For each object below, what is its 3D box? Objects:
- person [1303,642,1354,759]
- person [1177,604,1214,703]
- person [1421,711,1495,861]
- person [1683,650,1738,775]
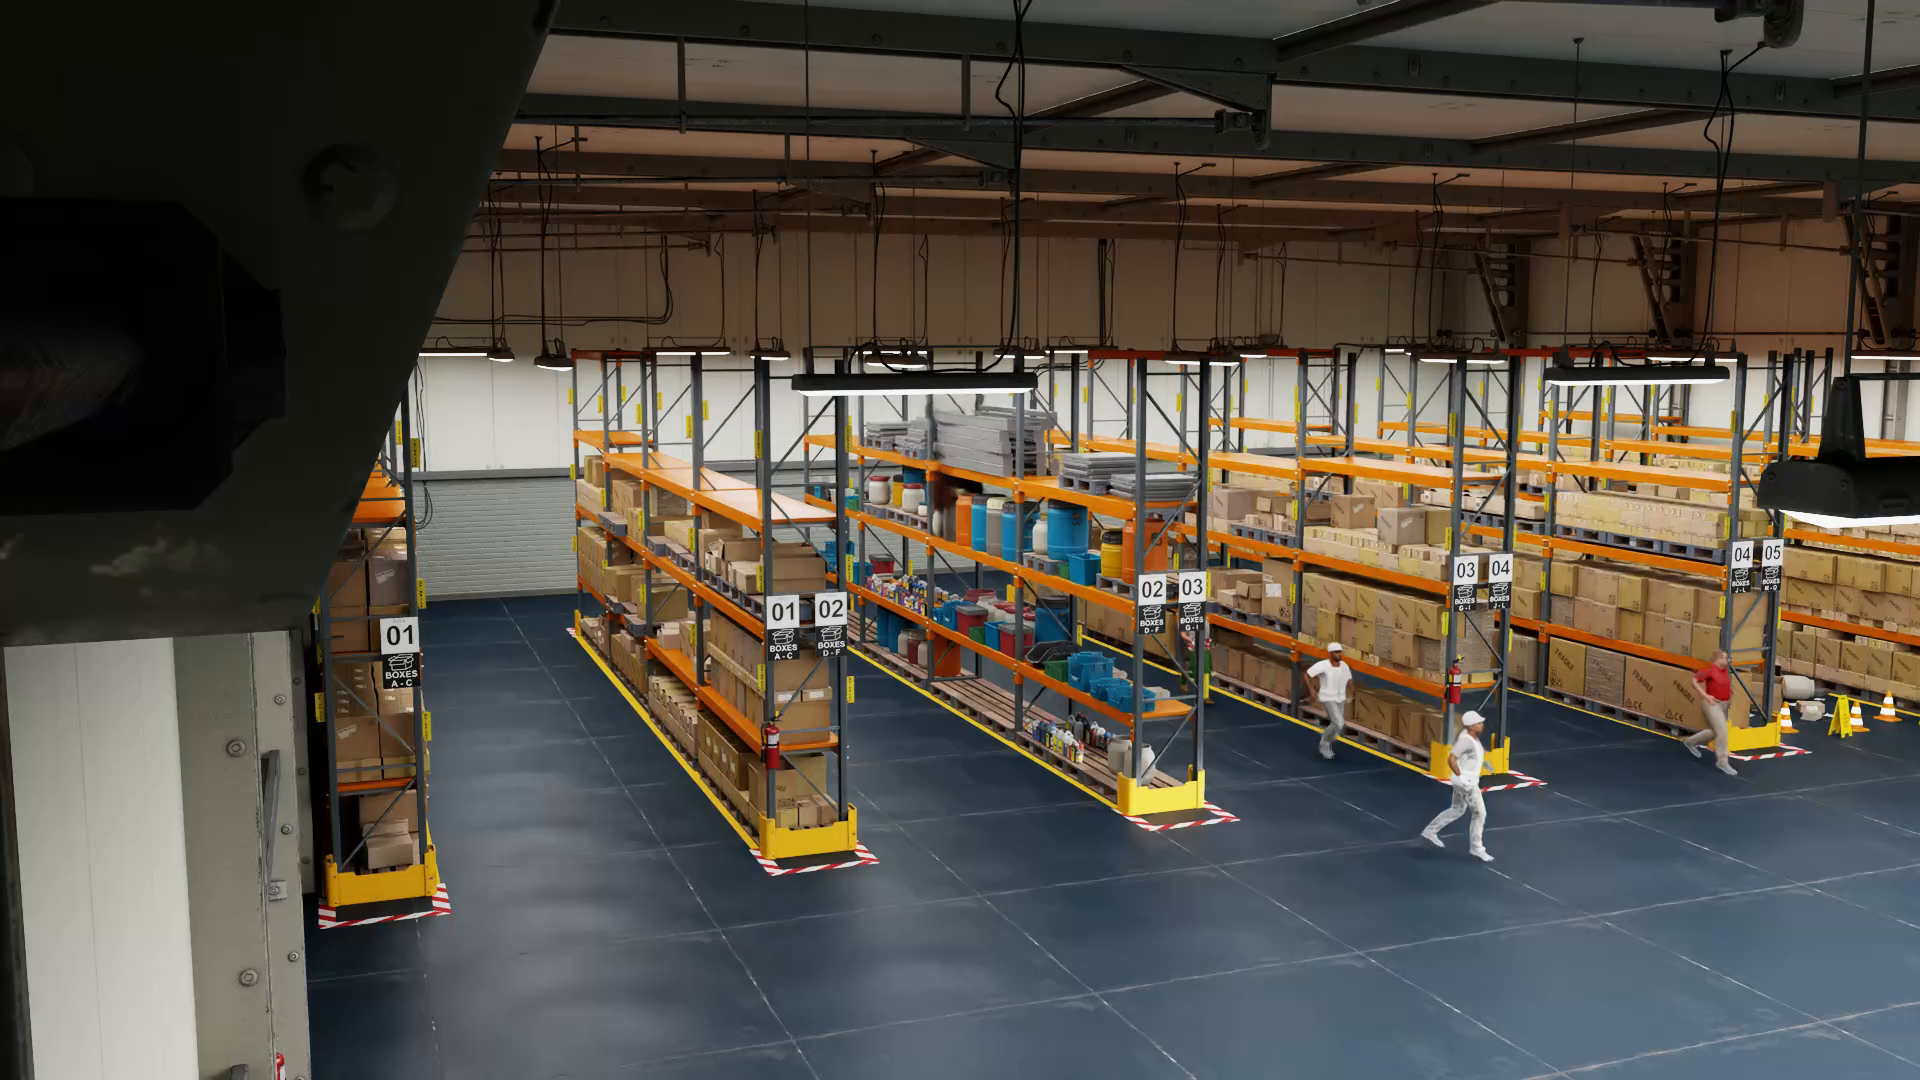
[{"bbox_3d":[5.558,2.388,24.711,0.692,1.741,0.660,-4,8,-30],"label":"person"},{"bbox_3d":[4.096,1.896,28.587,0.667,1.763,0.860,-4,8,-32],"label":"person"},{"bbox_3d":[6.051,2.955,20.138,0.857,1.826,0.674,2,7,14],"label":"person"},{"bbox_3d":[11.087,2.475,24.387,0.680,1.725,0.967,-6,9,-41],"label":"person"}]
